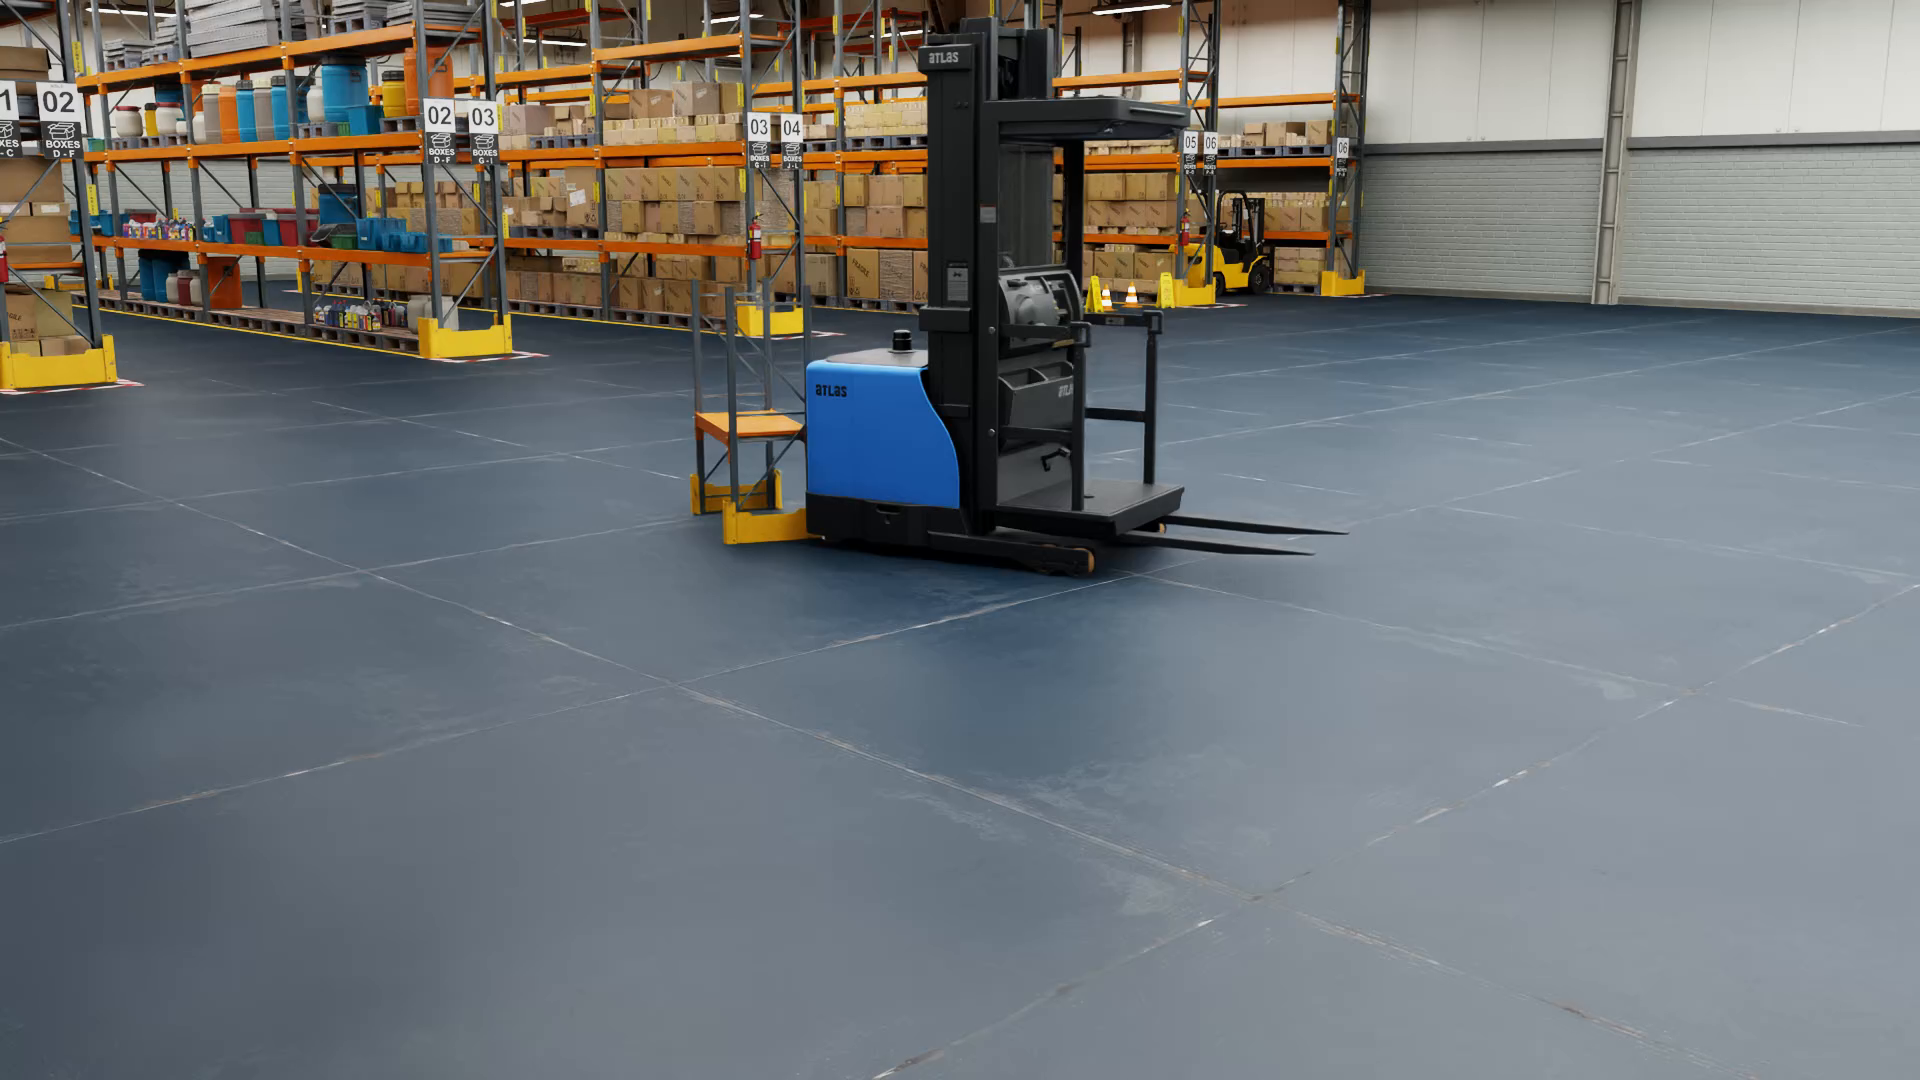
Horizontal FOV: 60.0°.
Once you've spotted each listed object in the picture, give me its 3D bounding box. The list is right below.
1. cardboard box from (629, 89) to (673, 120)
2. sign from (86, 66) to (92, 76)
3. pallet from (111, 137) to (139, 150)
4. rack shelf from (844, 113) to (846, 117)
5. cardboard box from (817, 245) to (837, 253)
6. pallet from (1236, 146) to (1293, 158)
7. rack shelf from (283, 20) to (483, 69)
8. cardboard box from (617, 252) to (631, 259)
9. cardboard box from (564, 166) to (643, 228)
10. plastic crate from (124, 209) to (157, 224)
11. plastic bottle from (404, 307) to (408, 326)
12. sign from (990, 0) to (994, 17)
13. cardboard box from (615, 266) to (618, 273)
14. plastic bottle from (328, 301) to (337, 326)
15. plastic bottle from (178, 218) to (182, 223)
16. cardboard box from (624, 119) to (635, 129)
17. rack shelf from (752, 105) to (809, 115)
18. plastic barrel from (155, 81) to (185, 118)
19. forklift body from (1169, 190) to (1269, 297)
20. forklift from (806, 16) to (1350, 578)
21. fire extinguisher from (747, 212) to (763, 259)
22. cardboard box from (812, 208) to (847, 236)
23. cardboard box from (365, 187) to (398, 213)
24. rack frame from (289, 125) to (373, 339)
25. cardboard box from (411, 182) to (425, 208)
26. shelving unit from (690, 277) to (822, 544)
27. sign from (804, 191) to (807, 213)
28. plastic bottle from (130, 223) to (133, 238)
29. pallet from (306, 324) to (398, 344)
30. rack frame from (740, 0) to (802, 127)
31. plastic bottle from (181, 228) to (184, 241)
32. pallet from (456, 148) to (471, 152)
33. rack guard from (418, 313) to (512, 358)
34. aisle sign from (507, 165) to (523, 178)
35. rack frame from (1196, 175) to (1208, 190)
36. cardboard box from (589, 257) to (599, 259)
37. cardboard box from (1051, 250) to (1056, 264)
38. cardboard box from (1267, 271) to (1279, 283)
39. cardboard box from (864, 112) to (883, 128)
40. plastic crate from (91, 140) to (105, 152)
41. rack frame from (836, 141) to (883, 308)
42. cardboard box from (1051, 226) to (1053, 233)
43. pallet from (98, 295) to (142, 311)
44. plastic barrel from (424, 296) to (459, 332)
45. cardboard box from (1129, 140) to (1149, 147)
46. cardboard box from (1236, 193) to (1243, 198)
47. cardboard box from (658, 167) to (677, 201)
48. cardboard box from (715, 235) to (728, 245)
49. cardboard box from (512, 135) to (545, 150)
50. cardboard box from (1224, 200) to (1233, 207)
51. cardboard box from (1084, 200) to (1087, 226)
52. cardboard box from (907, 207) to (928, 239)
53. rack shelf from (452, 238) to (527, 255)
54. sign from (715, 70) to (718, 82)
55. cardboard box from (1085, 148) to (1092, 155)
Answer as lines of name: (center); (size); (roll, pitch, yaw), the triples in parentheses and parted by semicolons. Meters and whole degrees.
cardboard box: (-4.999, -7.021, 26.901); (0.500, 0.500, 0.500); (11, 16, 43)
sign: (-16.977, -9.063, 32.402); (0.100, 0.325, 0.005); (-11, 16, -43)
pallet: (-13.989, -6.896, 28.985); (1.213, 0.211, 1.003); (-11, 16, -43)
rack shelf: (-1.645, -11.260, 44.055); (1.077, 0.370, 4.000); (-11, 16, -43)
cardboard box: (-2.736, -6.646, 38.963); (0.875, 0.875, 0.875); (-10, 15, -41)
pallet: (6.707, -8.343, 35.759); (1.003, 0.211, 1.213); (-11, 16, -43)
rack shelf: (-7.695, -6.551, 22.181); (1.077, 0.370, 4.000); (-11, 16, -43)
cardboard box: (-7.043, -6.191, 35.823); (0.500, 0.250, 0.500); (11, 16, 43)
cardboard box: (-5.942, -5.778, 27.995); (1.000, 1.000, 1.000); (-11, 16, -42)
plastic crate: (-15.036, -5.846, 30.547); (0.402, 0.464, 0.583); (-11, 16, -43)
plastic bottle: (-7.787, -3.150, 23.440); (0.097, 0.271, 0.097); (0, 12, 0)
sign: (0.523, -8.597, 26.826); (0.100, 0.325, 0.005); (-11, 16, -43)
cardboard box: (-7.620, -6.064, 37.198); (0.380, 0.149, 0.250); (-11, 16, -42)
plastic bottle: (-8.819, -3.195, 23.461); (0.144, 0.351, 0.185); (-10, 16, -41)
plastic bottle: (-13.730, -5.508, 29.333); (0.144, 0.351, 0.185); (-11, 16, -43)
cardboard box: (-5.087, -6.571, 26.324); (0.380, 0.149, 0.250); (-11, 16, -42)
rack shelf: (-5.233, -10.373, 40.735); (1.077, 0.370, 4.000); (-11, 16, -43)
plastic barrel: (-13.312, -7.313, 28.256); (0.600, 0.901, 0.708); (-11, 16, -43)
forklift body: (5.394, -6.239, 34.865); (2.313, 2.155, 1.214); (-11, 16, -43)
forklift: (0.636, -1.353, 9.213); (3.031, 2.935, 1.130); (6, 13, 28)
fire extinguisher: (-2.986, -4.440, 24.222); (0.296, 0.674, 0.183); (-11, 16, -43)
cardboard box: (-2.391, -5.907, 30.902); (0.500, 0.500, 0.500); (-11, 16, -43)
cardboard box: (-11.530, -6.780, 33.162); (0.500, 0.500, 0.500); (-10, 15, -41)
rack frame: (-9.076, -4.453, 24.090); (1.000, 3.000, 0.127); (-11, 16, -43)
cardboard box: (-10.106, -6.657, 32.055); (0.797, 0.503, 0.637); (-11, 16, -42)
shelving unit: (-1.286, -0.832, 10.231); (0.587, 1.500, 1.083); (-4, 12, -20)
sign: (-2.340, -5.059, 24.887); (0.100, 0.325, 0.005); (-11, 16, -43)
plastic bottle: (-14.404, -5.396, 28.989); (0.097, 0.271, 0.097); (0, 12, 0)
pallet: (-8.643, -2.983, 23.868); (1.003, 0.211, 1.213); (-11, 16, -43)
rack frame: (-2.732, -7.497, 24.002); (1.000, 3.000, 0.127); (-11, 16, -43)
plastic bottle: (-12.720, -5.006, 27.269); (0.097, 0.201, 0.097); (0, 12, 0)
pallet: (-8.740, -7.190, 30.411); (1.213, 0.211, 1.003); (-10, 15, -40)
rack guard: (-6.401, -2.649, 21.531); (1.175, 0.500, 0.348); (-11, 16, -43)
aisle sign: (-10.391, -8.813, 38.811); (0.394, 0.787, 0.004); (-11, 16, -43)
rack frame: (5.261, -7.216, 37.503); (1.000, 3.000, 0.127); (-11, 16, -43)
cardboard box: (-8.369, -6.357, 37.883); (0.250, 0.149, 0.380); (11, 16, 43)
cardboard box: (1.885, -5.626, 33.702); (0.500, 0.500, 0.500); (-10, 15, -40)
cardboard box: (6.794, -5.664, 35.743); (0.500, 0.250, 0.500); (-11, 16, -42)
cardboard box: (-1.352, -7.432, 29.462); (0.500, 0.250, 0.500); (-11, 16, -43)
plastic crate: (-15.112, -7.005, 29.572); (0.450, 0.188, 0.662); (-11, 16, -43)
rack frame: (-1.837, -5.819, 30.724); (1.000, 3.000, 0.127); (-11, 16, -43)
cardboard box: (1.871, -6.281, 33.585); (0.380, 0.149, 0.250); (-10, 15, -41)
pallet: (-15.137, -4.356, 30.533); (1.003, 0.211, 1.213); (-11, 16, -43)
plastic barrel: (-6.824, -2.942, 21.880); (0.421, 0.512, 0.421); (0, 12, 0)
cardboard box: (3.550, -7.594, 31.539); (0.500, 0.250, 0.500); (-11, 16, -43)
cardboard box: (6.213, -7.464, 36.112); (0.380, 0.149, 0.250); (-11, 16, -43)
cardboard box: (-4.323, -5.509, 25.754); (0.500, 0.500, 0.500); (-11, 16, -43)
cardboard box: (-3.460, -4.515, 25.014); (0.380, 0.149, 0.250); (-11, 16, -43)
cardboard box: (-7.400, -6.870, 28.760); (0.500, 0.250, 0.500); (-10, 16, -41)
cardboard box: (5.967, -7.343, 36.264); (0.380, 0.149, 0.250); (-11, 16, -43)
cardboard box: (2.476, -6.470, 32.899); (0.500, 0.500, 0.500); (-11, 16, -43)
cardboard box: (-0.451, -5.605, 29.311); (0.875, 0.550, 0.500); (-11, 16, -43)
rack shelf: (-9.638, -5.666, 31.763); (1.077, 0.370, 4.000); (-11, 16, -43)
sign: (-6.211, -11.783, 42.293); (0.100, 0.325, 0.005); (-11, 16, -43)
cardboard box: (2.538, -7.590, 32.507); (0.380, 0.149, 0.250); (-11, 16, -44)
